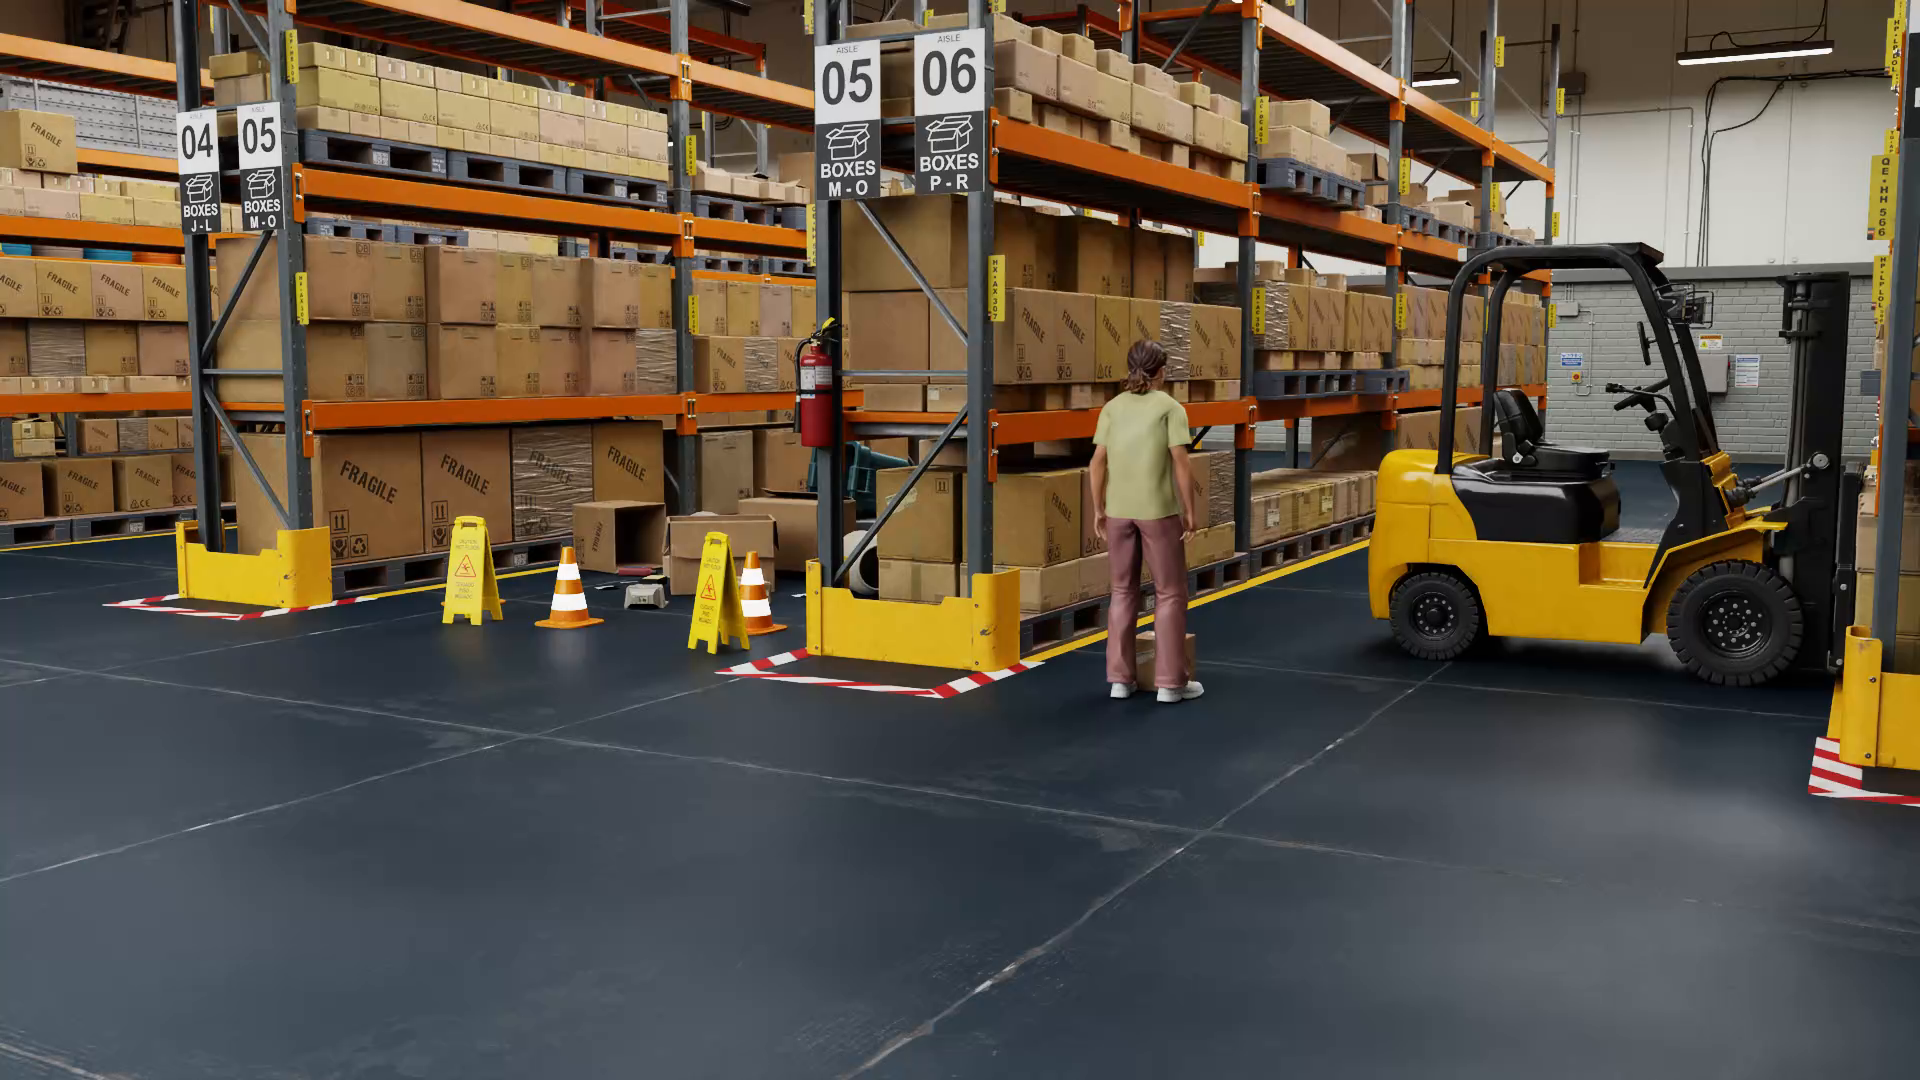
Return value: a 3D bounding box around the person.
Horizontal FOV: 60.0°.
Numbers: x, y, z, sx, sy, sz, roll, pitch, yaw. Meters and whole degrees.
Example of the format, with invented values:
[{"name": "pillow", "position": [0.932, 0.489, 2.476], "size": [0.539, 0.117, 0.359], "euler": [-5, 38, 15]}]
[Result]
[{"name": "person", "position": [0.861, -0.096, 7.743], "size": [0.507, 1.672, 0.350], "euler": [3, 7, 27]}]
